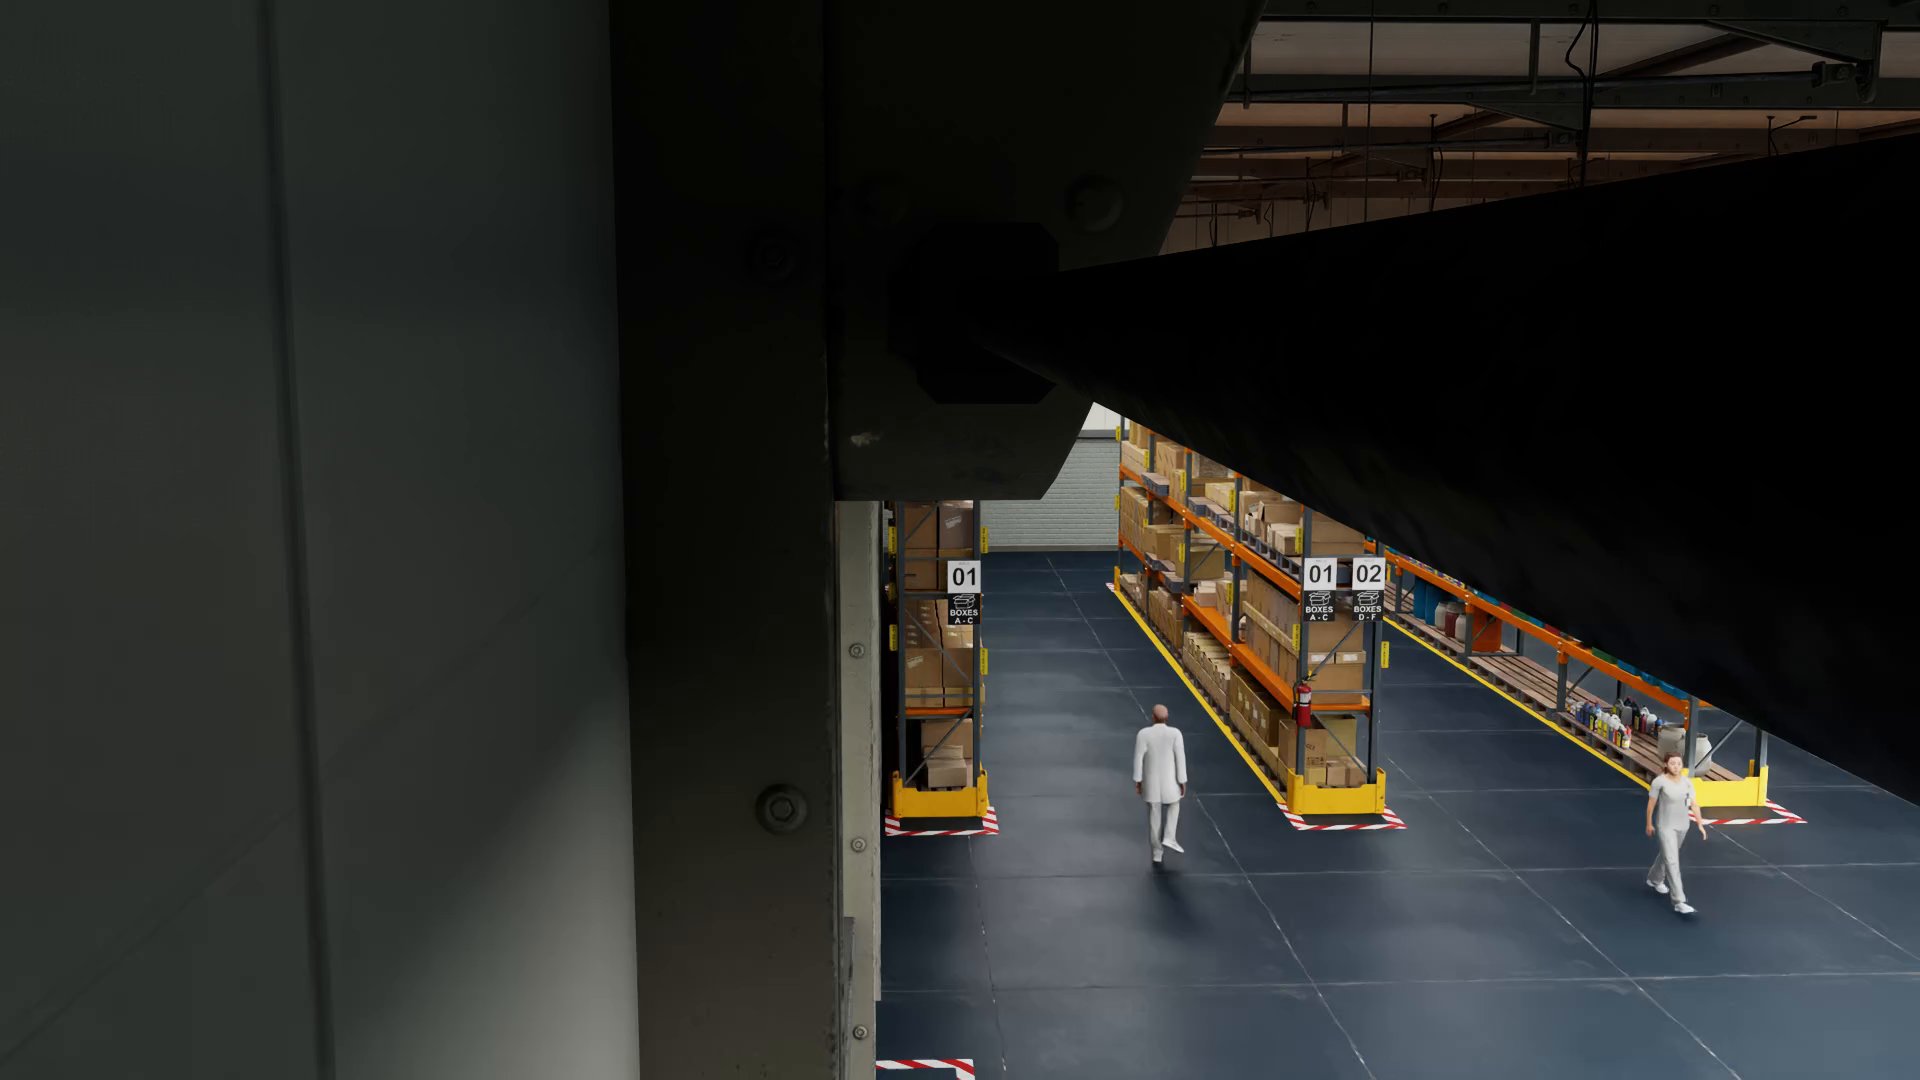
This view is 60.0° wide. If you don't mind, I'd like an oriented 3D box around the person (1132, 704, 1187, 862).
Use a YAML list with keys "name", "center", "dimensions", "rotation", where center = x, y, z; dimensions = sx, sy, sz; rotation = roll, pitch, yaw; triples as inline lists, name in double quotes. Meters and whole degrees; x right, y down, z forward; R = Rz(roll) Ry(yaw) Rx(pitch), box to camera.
- name: "person"
  center: [2.269, 2.735, 18.903]
  dimensions: [0.617, 1.767, 0.528]
  rotation: [1, 8, 8]

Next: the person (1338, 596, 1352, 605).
- name: "person"
  center: [7.662, 0.702, 33.081]
  dimensions: [0.608, 1.705, 1.085]
  rotation: [1, 8, 7]

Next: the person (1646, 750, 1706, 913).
- name: "person"
  center: [7.503, 3.017, 17.405]
  dimensions: [0.468, 1.613, 1.010]
  rotation: [-1, 8, -9]
